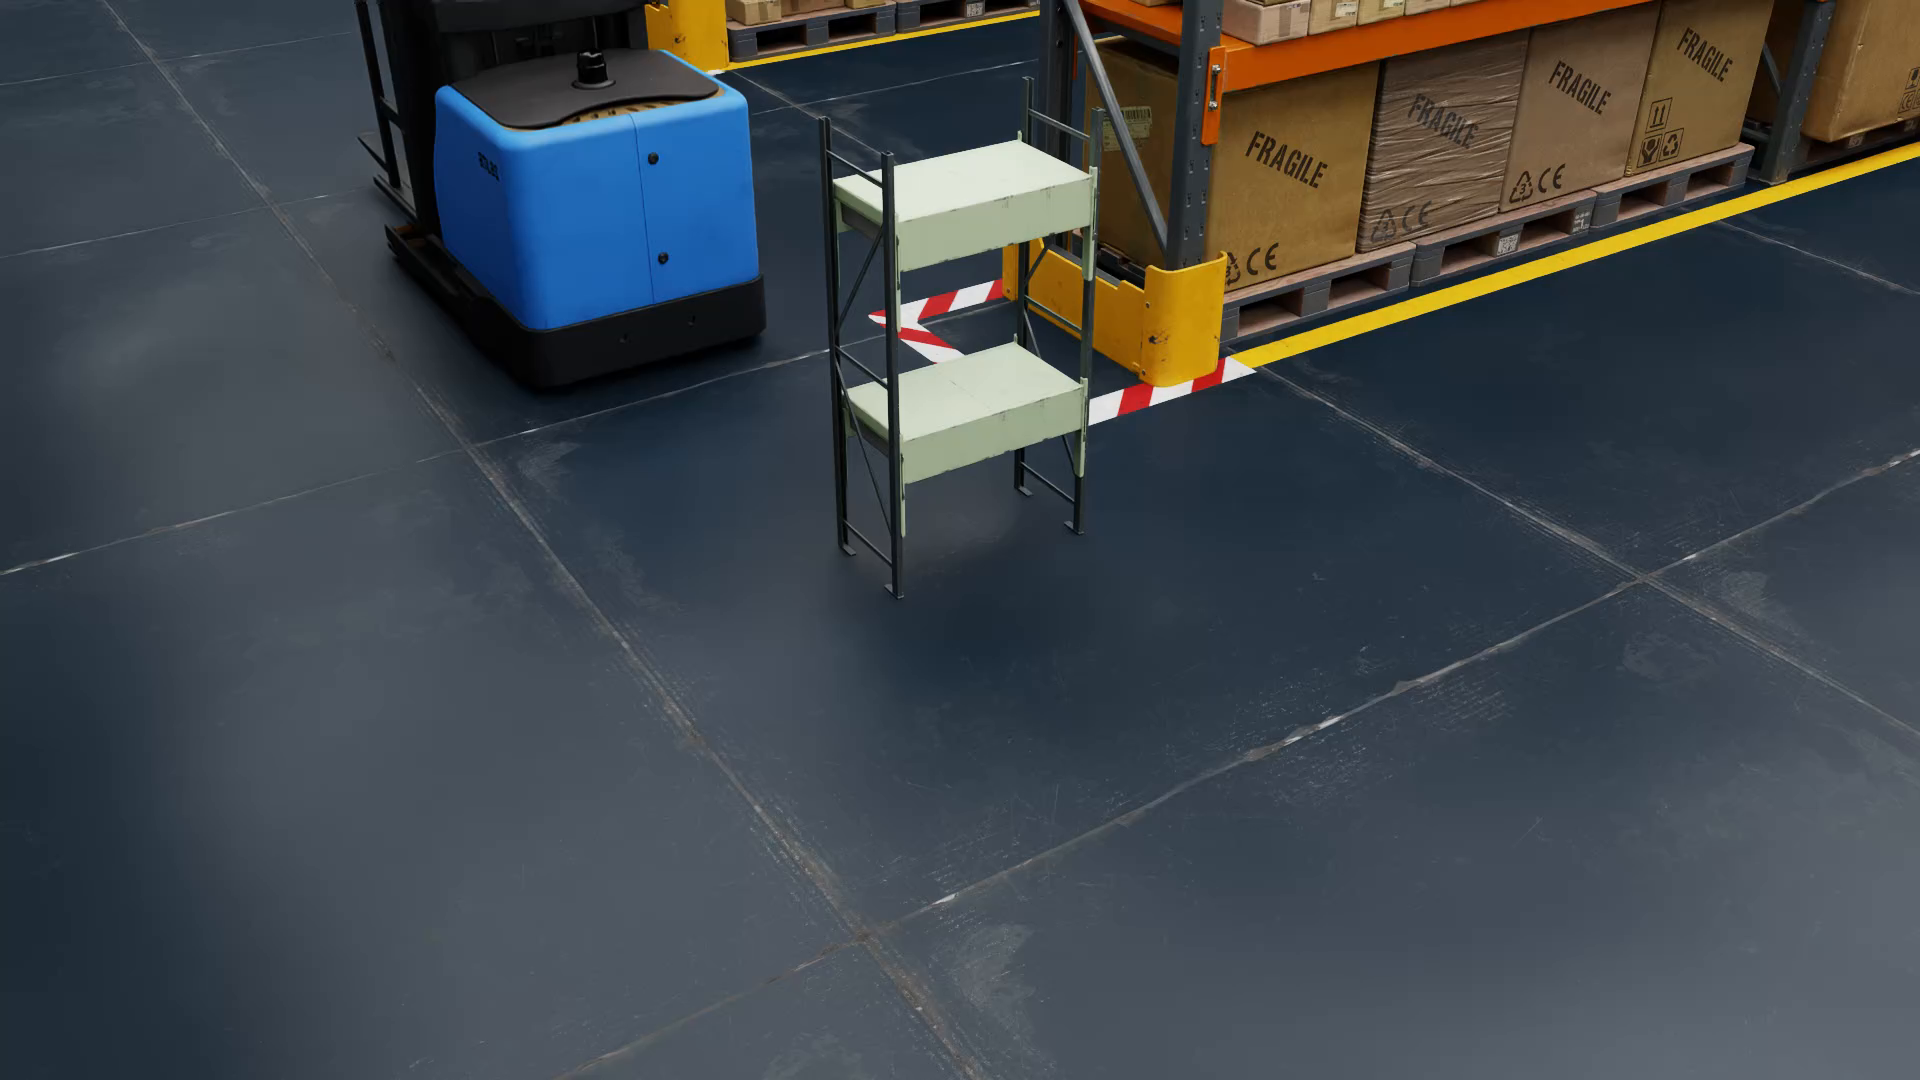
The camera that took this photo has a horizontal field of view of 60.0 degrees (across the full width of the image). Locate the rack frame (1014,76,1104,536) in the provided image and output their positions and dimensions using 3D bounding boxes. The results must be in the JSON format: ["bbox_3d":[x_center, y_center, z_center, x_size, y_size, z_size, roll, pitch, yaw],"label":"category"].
[{"bbox_3d":[0.313,-0.742,5.521,0.023,1.500,0.400,-19,37,-27],"label":"rack frame"}]

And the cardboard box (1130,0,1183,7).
[{"bbox_3d":[0.768,-2.335,6.875,0.250,0.149,0.380,-18,37,-26],"label":"cardboard box"}]

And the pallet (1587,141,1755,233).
[{"bbox_3d":[3.328,-1.982,8.695,1.213,0.211,1.003,-19,37,-27],"label":"pallet"}]

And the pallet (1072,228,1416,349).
[{"bbox_3d":[1.277,-1.277,7.577,1.213,0.211,1.003,-19,37,-27],"label":"pallet"}]

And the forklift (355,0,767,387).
[{"bbox_3d":[-2.042,-2.593,7.114,1.130,2.935,3.031,-19,37,-27],"label":"forklift"}]

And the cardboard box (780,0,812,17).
[{"bbox_3d":[-1.166,-3.536,10.822,0.250,0.149,0.380,-19,37,-27],"label":"cardboard box"}]

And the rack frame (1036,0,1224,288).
[{"bbox_3d":[0.647,-2.190,6.411,0.127,3.000,1.000,-19,37,-27],"label":"rack frame"}]

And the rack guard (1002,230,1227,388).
[{"bbox_3d":[0.627,-1.126,7.067,0.348,0.500,1.175,-19,37,-27],"label":"rack guard"}]

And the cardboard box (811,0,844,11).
[{"bbox_3d":[-0.961,-3.611,10.941,0.250,0.149,0.380,-19,37,-27],"label":"cardboard box"}]

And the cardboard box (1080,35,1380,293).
[{"bbox_3d":[1.142,-1.690,7.216,0.875,0.875,0.875,-19,37,-27],"label":"cardboard box"}]

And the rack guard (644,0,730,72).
[{"bbox_3d":[-1.891,-3.408,10.685,0.348,0.500,1.175,-19,37,-27],"label":"rack guard"}]

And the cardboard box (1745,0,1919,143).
[{"bbox_3d":[4.536,-2.820,9.006,0.875,0.875,1.225,-19,37,-27],"label":"cardboard box"}]

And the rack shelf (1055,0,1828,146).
[{"bbox_3d":[2.328,-2.464,7.519,4.000,0.370,1.077,-19,37,-27],"label":"rack shelf"}]

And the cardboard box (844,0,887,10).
[{"bbox_3d":[-0.687,-3.635,10.980,0.250,0.149,0.380,-18,37,-27],"label":"cardboard box"}]

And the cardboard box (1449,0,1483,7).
[{"bbox_3d":[1.987,-2.337,6.878,0.250,0.149,0.380,-20,37,-28],"label":"cardboard box"}]

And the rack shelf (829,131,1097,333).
[{"bbox_3d":[0.006,-0.966,5.145,0.720,0.370,0.431,-19,37,-27],"label":"rack shelf"}]

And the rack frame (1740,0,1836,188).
[{"bbox_3d":[4.009,-3.347,8.244,0.127,3.000,1.000,-19,37,-27],"label":"rack frame"}]

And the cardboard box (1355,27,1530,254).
[{"bbox_3d":[1.907,-1.953,7.633,0.875,0.875,0.875,-19,37,-27],"label":"cardboard box"}]

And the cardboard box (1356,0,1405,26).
[{"bbox_3d":[1.554,-2.188,6.642,0.250,0.149,0.380,-20,37,-28],"label":"cardboard box"}]

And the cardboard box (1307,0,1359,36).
[{"bbox_3d":[1.339,-2.113,6.524,0.250,0.149,0.380,-20,37,-28],"label":"cardboard box"}]

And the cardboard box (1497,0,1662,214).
[{"bbox_3d":[2.655,-2.210,8.041,0.875,0.875,0.875,-19,37,-27],"label":"cardboard box"}]

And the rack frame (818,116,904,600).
[{"bbox_3d":[-0.302,-0.530,5.185,0.023,1.500,0.400,-19,37,-27],"label":"rack frame"}]

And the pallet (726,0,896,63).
[{"bbox_3d":[-1.189,-3.505,11.109,1.213,0.211,1.003,-19,37,-27],"label":"pallet"}]

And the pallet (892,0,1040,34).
[{"bbox_3d":[-0.165,-3.856,11.665,1.213,0.211,1.003,-19,37,-27],"label":"pallet"}]

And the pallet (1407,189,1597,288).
[{"bbox_3d":[2.301,-1.628,8.132,1.213,0.211,1.003,-19,37,-27],"label":"pallet"}]

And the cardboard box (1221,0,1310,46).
[{"bbox_3d":[1.124,-2.039,6.406,0.250,0.149,0.380,-19,37,-27],"label":"cardboard box"}]

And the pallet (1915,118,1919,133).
[{"bbox_3d":[5.643,-2.779,9.957,1.213,0.211,1.003,-19,37,-27],"label":"pallet"}]

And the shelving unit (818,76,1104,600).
[{"bbox_3d":[0.006,-0.636,5.353,0.755,1.500,0.431,-19,37,-27],"label":"shelving unit"}]

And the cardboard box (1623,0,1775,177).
[{"bbox_3d":[3.411,-2.471,8.453,0.875,0.875,0.875,-19,37,-27],"label":"cardboard box"}]

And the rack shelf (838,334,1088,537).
[{"bbox_3d":[0.006,-0.361,5.527,0.720,0.370,0.431,-19,37,-27],"label":"rack shelf"}]

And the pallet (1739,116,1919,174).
[{"bbox_3d":[4.617,-2.424,9.395,1.213,0.211,1.003,-19,37,-27],"label":"pallet"}]

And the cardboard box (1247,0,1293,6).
[{"bbox_3d":[1.197,-2.270,6.399,0.500,0.250,0.500,-20,37,-28],"label":"cardboard box"}]

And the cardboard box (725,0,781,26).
[{"bbox_3d":[-1.341,-3.423,10.644,0.250,0.149,0.380,-18,37,-26],"label":"cardboard box"}]

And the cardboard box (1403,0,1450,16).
[{"bbox_3d":[1.773,-2.264,6.762,0.250,0.149,0.380,-20,37,-28],"label":"cardboard box"}]
